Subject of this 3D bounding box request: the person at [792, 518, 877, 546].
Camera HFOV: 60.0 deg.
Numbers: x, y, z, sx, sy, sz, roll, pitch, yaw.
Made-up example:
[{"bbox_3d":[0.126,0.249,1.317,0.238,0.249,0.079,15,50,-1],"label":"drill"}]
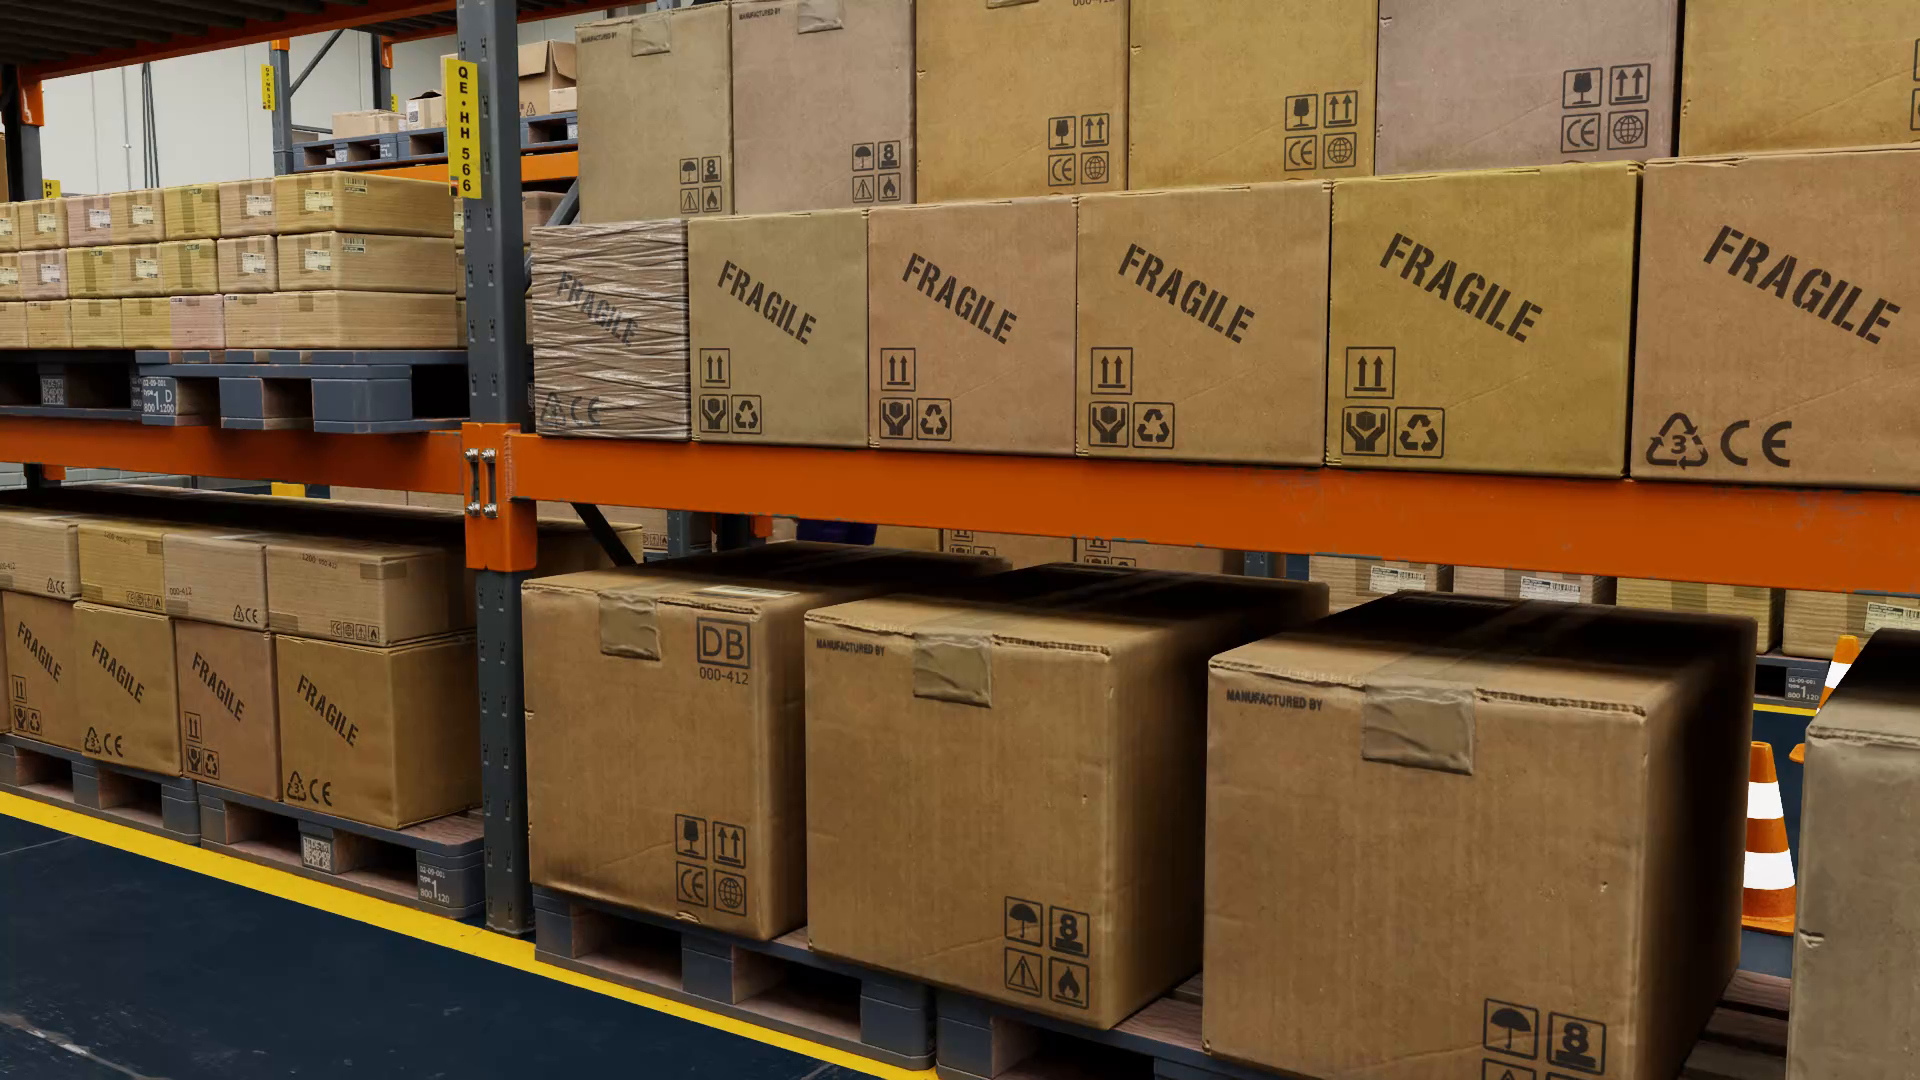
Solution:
[{"bbox_3d":[-0.574,-0.193,7.750,0.372,1.654,0.530,4,8,32],"label":"person"}]
